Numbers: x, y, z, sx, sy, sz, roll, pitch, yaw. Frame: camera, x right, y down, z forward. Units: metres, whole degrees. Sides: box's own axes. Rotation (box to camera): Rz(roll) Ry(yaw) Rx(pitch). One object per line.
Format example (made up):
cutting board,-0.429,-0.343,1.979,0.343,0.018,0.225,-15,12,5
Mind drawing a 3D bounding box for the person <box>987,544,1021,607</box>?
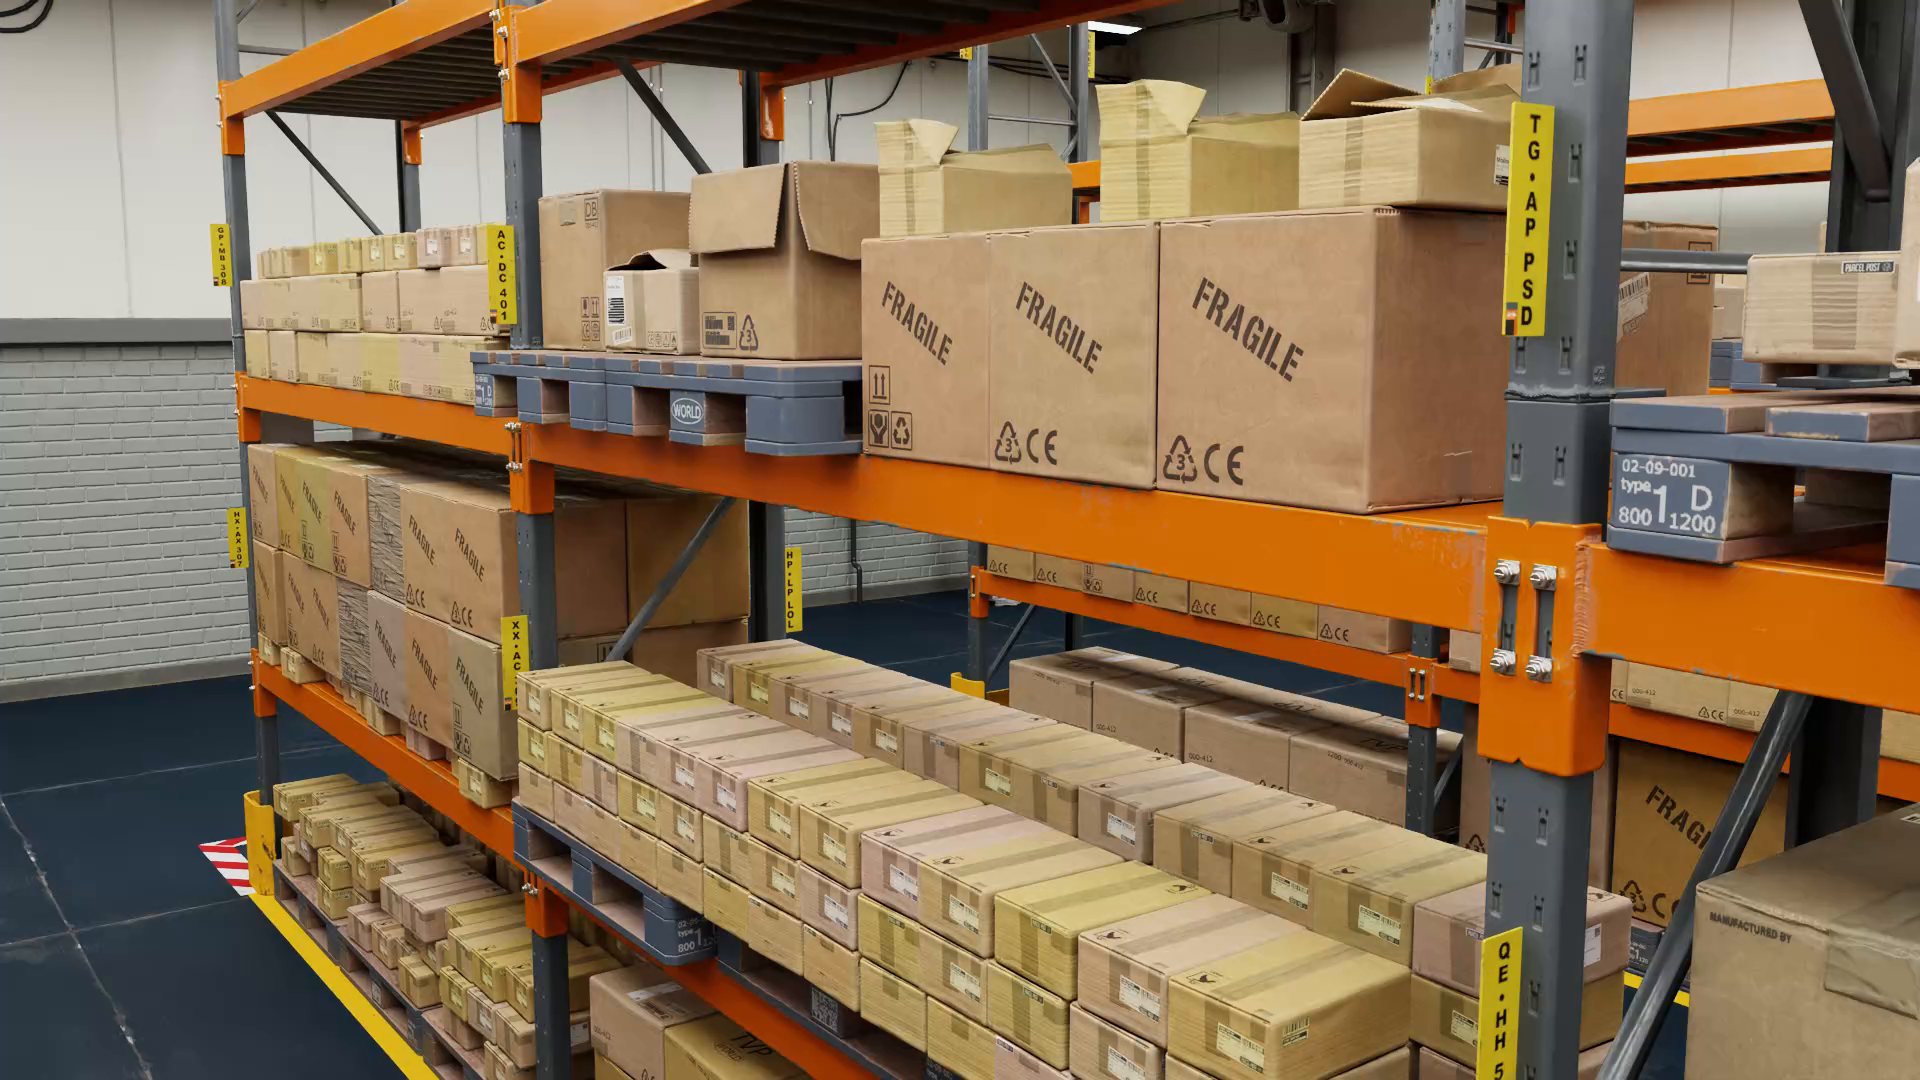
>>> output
person,0.378,-0.177,18.038,0.459,1.760,0.627,-6,10,-36
